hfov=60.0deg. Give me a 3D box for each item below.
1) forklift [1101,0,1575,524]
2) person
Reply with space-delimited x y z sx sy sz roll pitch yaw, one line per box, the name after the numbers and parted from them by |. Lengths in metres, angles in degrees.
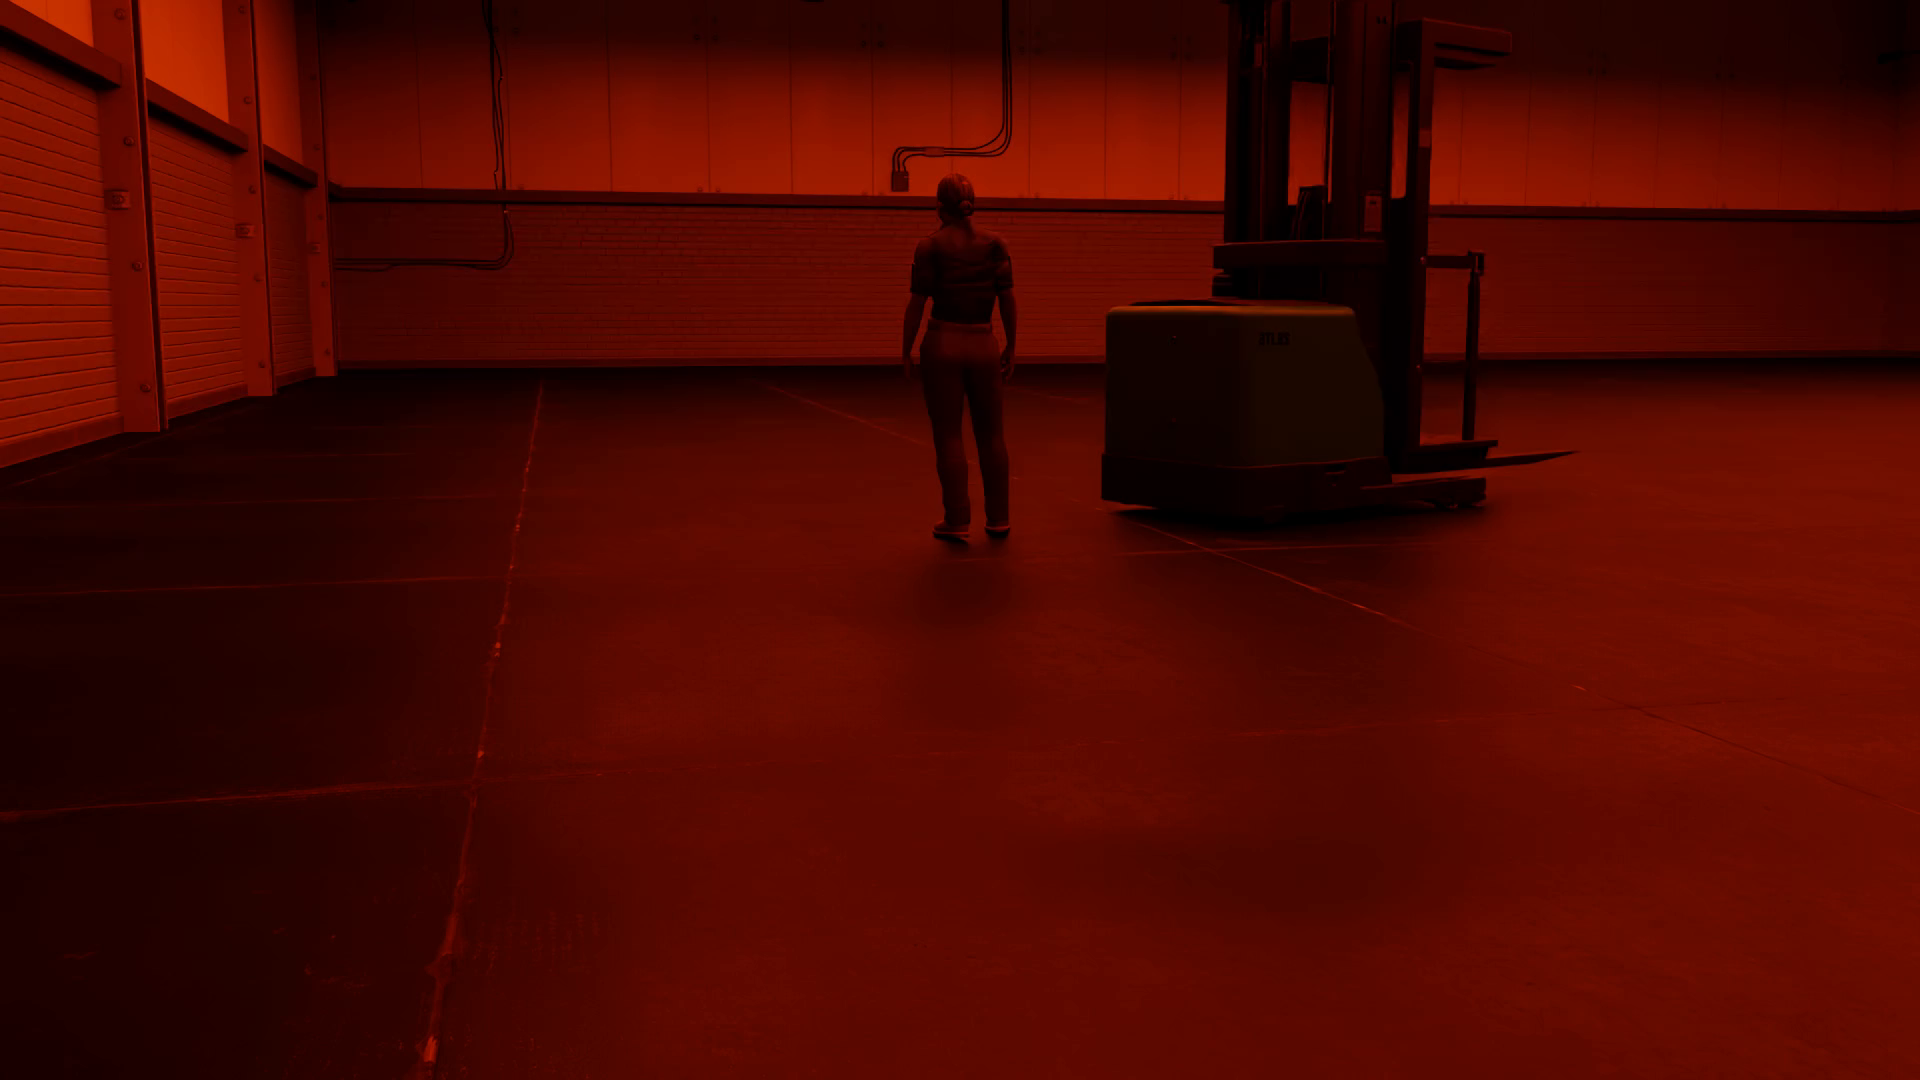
2.227 -1.665 9.030 3.031 2.935 1.130 -6 10 -36 | forklift
-0.001 -0.839 7.681 0.569 1.656 0.503 -2 8 -13 | person
